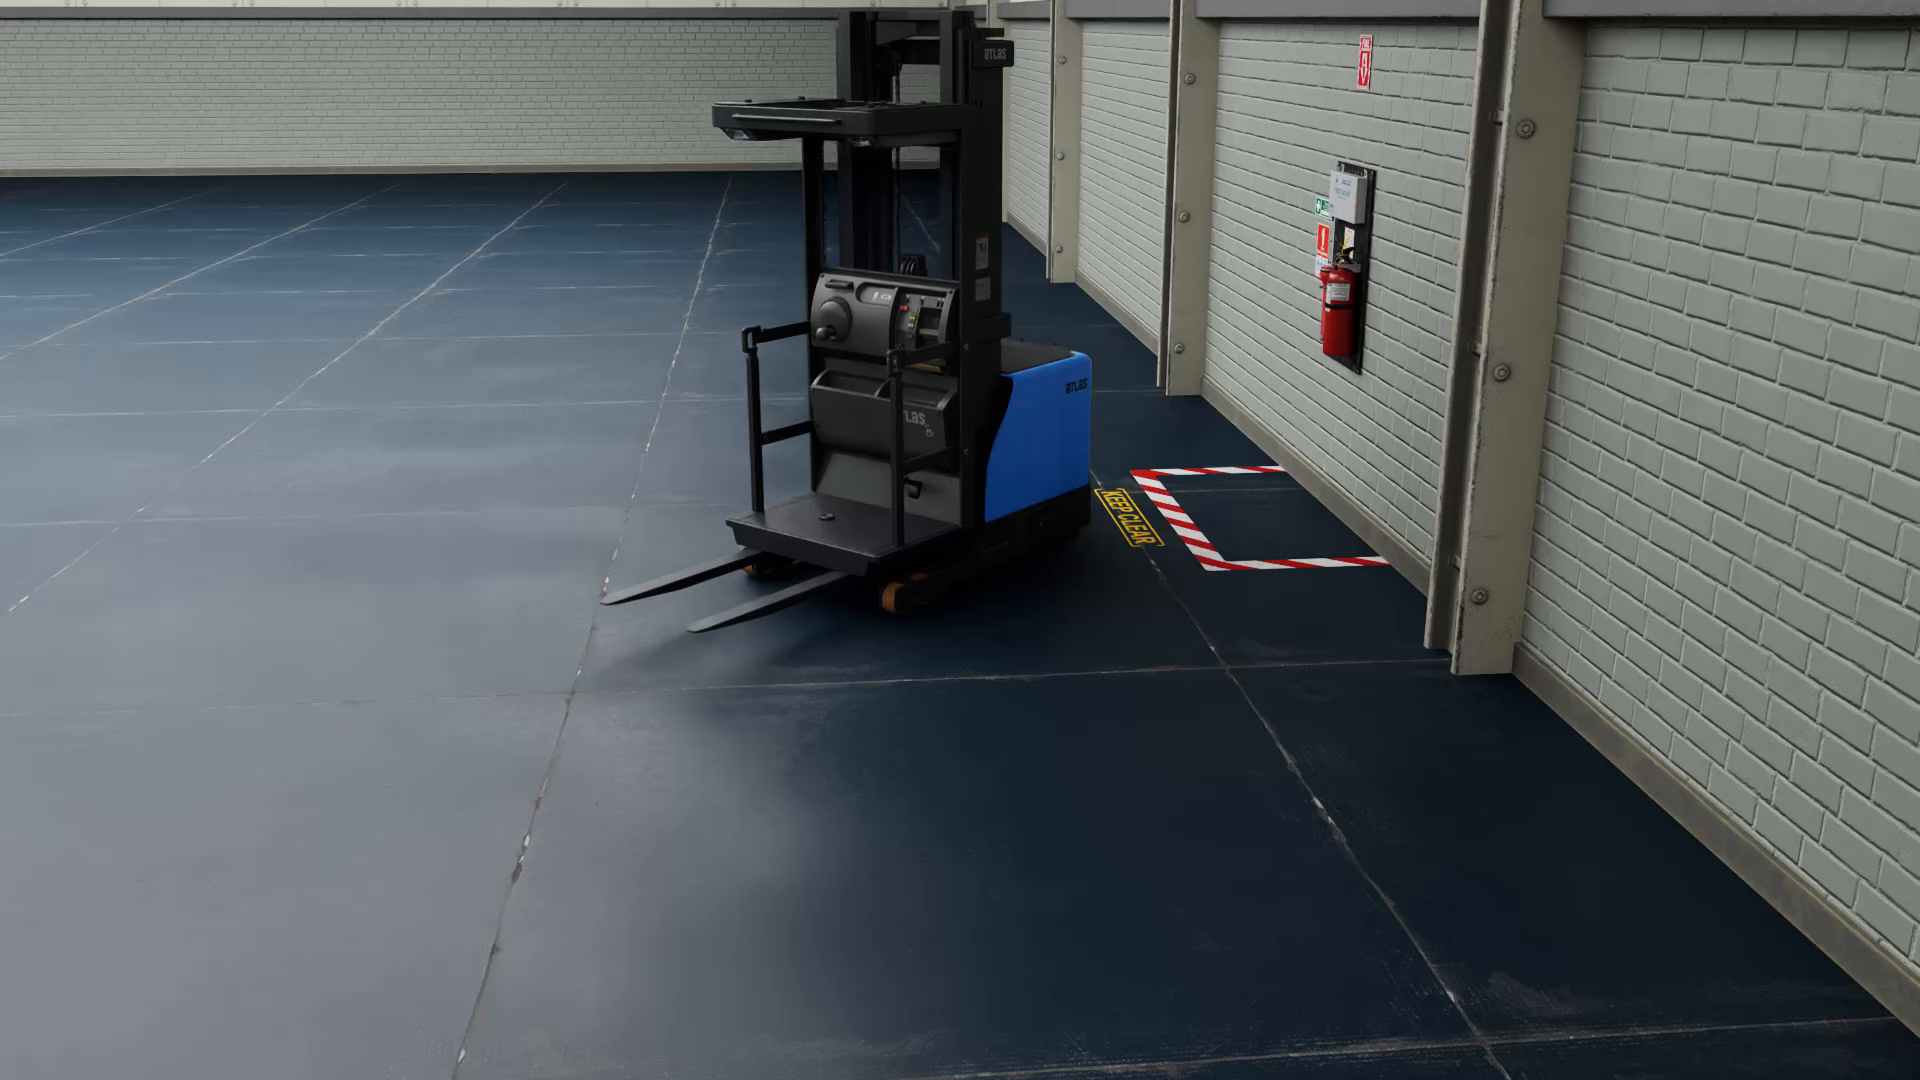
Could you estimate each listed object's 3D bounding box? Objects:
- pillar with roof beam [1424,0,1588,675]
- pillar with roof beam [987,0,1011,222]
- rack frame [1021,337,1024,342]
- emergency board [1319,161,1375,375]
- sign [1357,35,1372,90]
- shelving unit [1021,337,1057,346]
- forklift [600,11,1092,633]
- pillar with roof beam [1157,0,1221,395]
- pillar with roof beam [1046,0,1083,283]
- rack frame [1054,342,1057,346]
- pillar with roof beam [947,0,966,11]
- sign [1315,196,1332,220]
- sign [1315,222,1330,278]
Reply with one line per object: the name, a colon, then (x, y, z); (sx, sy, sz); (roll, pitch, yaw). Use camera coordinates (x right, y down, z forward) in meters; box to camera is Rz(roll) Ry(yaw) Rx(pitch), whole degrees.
pillar with roof beam: (-1.862, -3.600, 6.120); (9.100, 9.000, 0.400); (-2, 18, -6)
pillar with roof beam: (-3.718, -8.963, 23.202); (9.100, 9.000, 0.400); (-2, 18, -6)
rack frame: (0.322, -0.708, 10.178); (0.008, 1.050, 0.200); (13, 22, 36)
emergency board: (2.203, -1.608, 9.791); (0.194, 1.169, 0.643); (-2, 18, -6)
sign: (2.302, -2.719, 9.461); (0.001, 0.298, 0.199); (-2, 18, -6)
shelving unit: (0.418, -0.685, 10.106); (0.252, 1.050, 0.215); (13, 22, 36)
forklift: (-0.537, -1.183, 8.552); (1.130, 2.935, 3.031); (13, 22, 36)
pillar with roof beam: (-2.481, -5.387, 11.814); (9.100, 9.000, 0.400); (-2, 18, -6)
pillar with roof beam: (-3.099, -7.175, 17.508); (9.100, 9.000, 0.400); (-2, 18, -6)
rack frame: (0.514, -0.662, 10.034); (0.008, 1.050, 0.200); (13, 22, 36)
pillar with roof beam: (-4.337, -10.750, 28.896); (9.100, 9.000, 0.400); (-2, 18, -6)
sign: (2.241, -2.044, 10.236); (0.001, 0.109, 0.331); (-2, 18, -6)
sign: (2.249, -1.793, 10.320); (0.001, 0.329, 0.234); (-2, 18, -6)
